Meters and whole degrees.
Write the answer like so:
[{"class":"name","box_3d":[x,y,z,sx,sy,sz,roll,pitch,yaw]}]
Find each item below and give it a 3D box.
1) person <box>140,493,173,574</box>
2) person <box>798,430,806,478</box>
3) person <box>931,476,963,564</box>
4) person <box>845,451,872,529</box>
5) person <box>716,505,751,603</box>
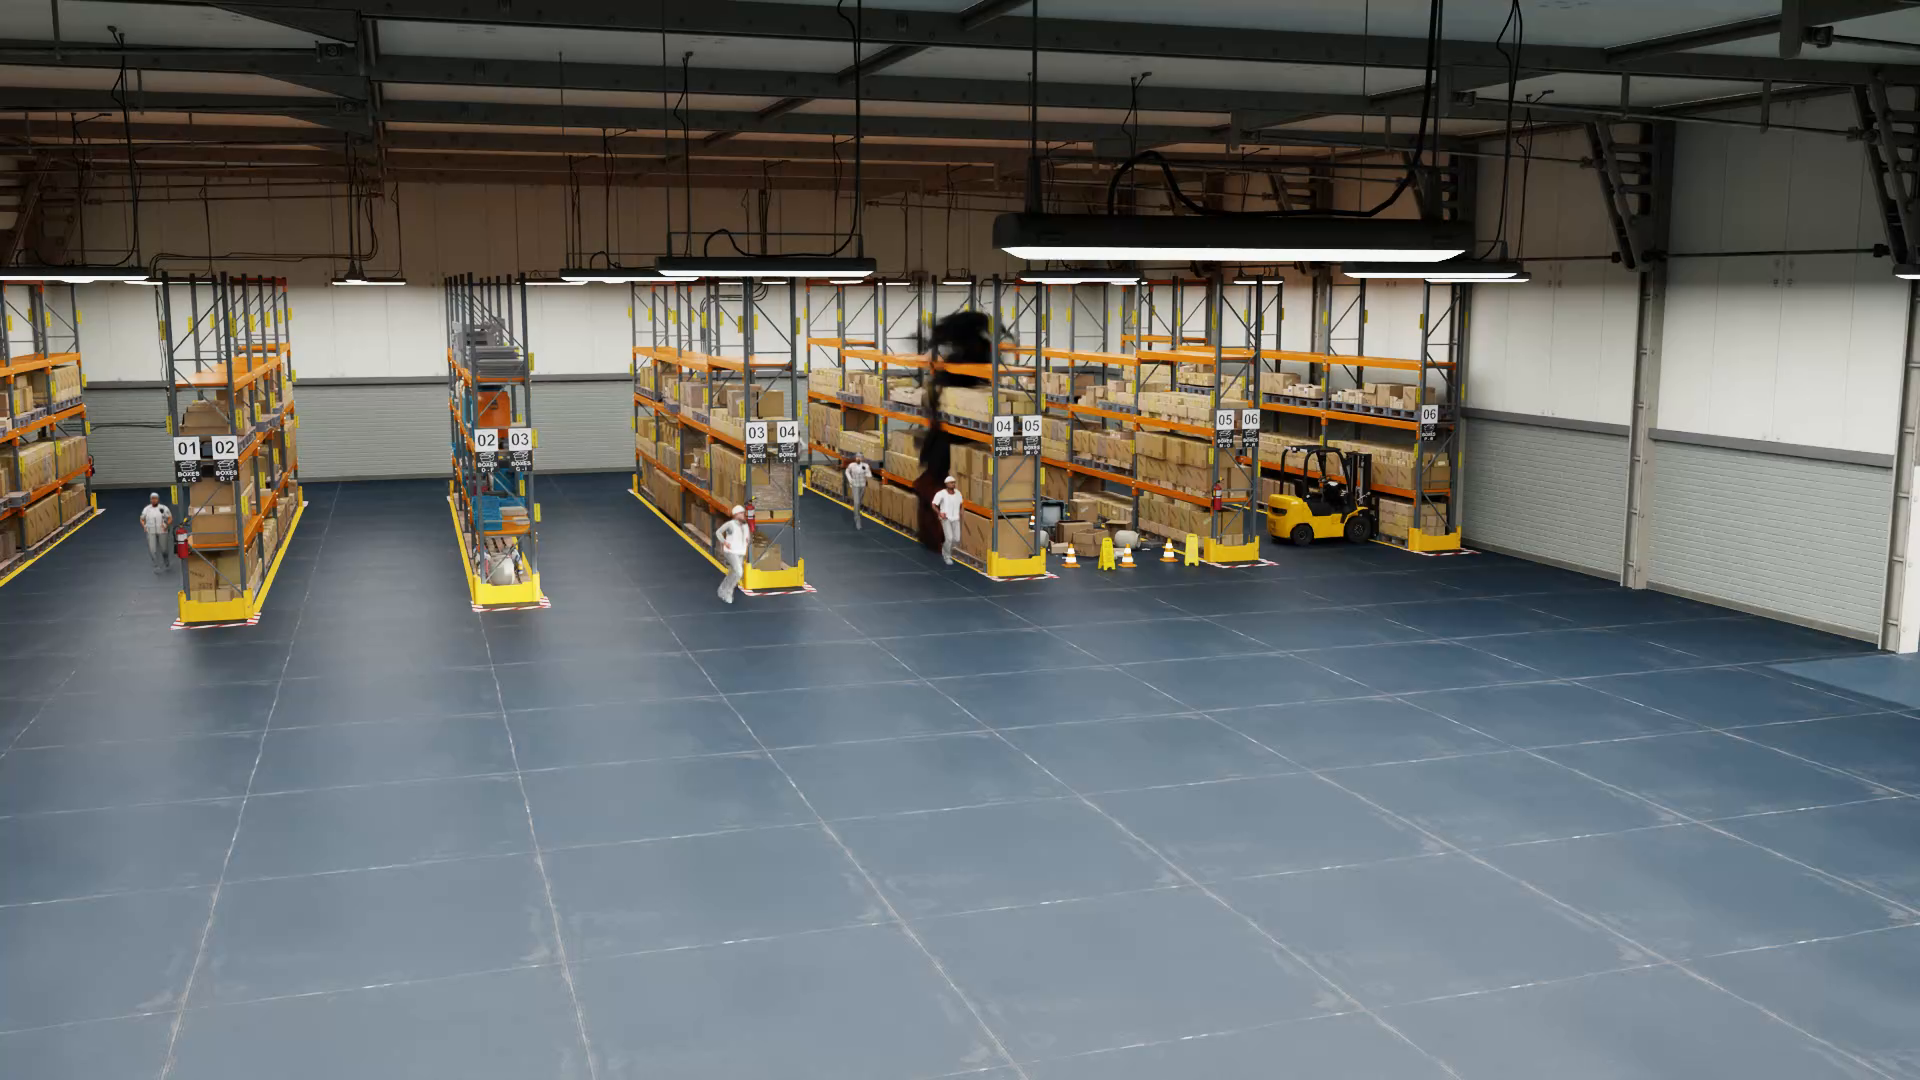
[{"class":"person","box_3d":[-16.291,-0.151,33.729,0.606,1.616,0.580,-3,9,-21]},{"class":"person","box_3d":[-4.853,-2.430,49.171,0.756,1.489,0.597,-7,11,-40]},{"class":"person","box_3d":[-0.219,-0.408,33.235,0.728,1.750,0.557,-5,10,-29]},{"class":"person","box_3d":[-2.321,-1.186,38.490,0.584,1.777,0.708,-2,9,-16]},{"class":"person","box_3d":[-4.148,0.255,30.703,0.659,1.800,0.642,6,10,33]}]
